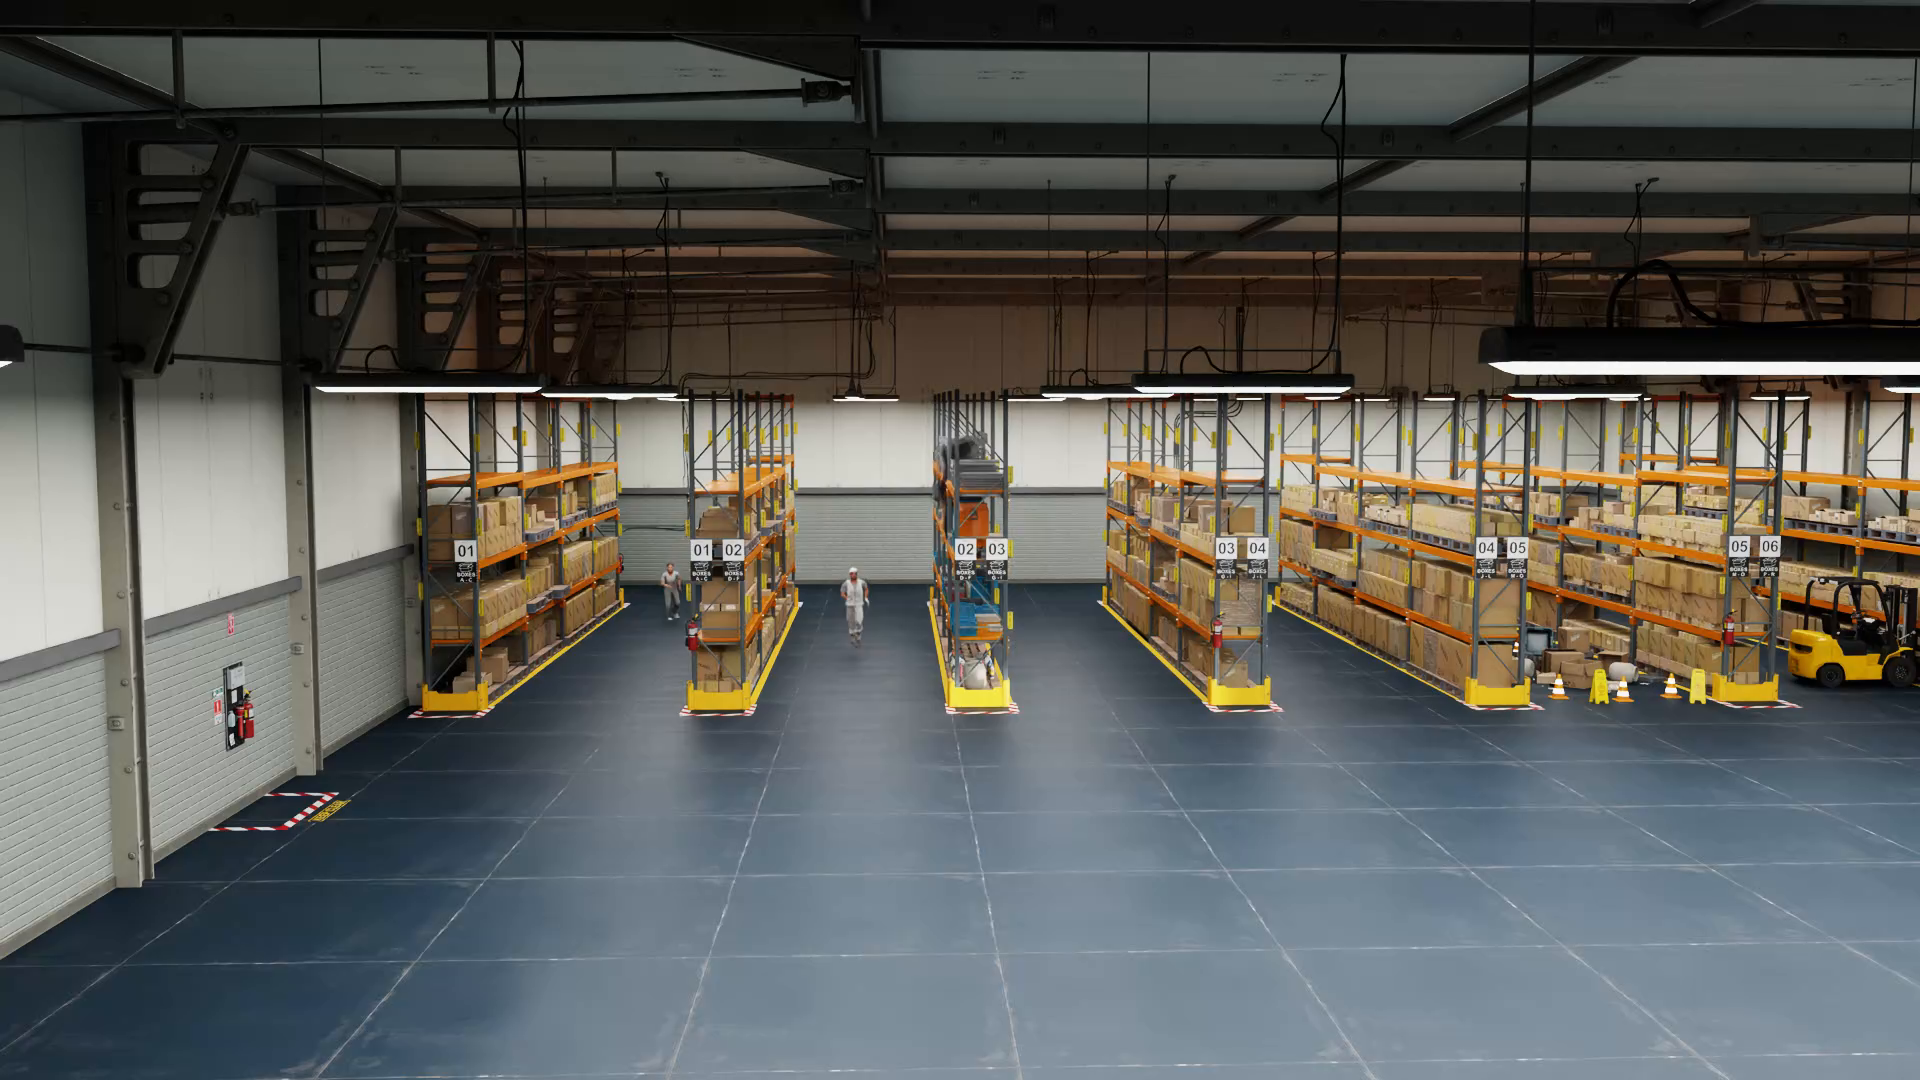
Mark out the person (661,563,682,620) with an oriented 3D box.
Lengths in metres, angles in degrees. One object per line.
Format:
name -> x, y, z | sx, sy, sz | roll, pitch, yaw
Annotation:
person -> -7.608, 1.367, 43.862 | 0.566, 1.564, 0.810 | -1, 5, -17

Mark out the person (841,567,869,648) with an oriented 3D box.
person -> -2.353, 1.523, 37.305 | 0.643, 1.822, 0.766 | 0, 5, -3

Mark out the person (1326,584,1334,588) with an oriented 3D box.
person -> 10.929, 0.810, 50.055 | 0.727, 1.721, 0.563 | -2, 5, -20
